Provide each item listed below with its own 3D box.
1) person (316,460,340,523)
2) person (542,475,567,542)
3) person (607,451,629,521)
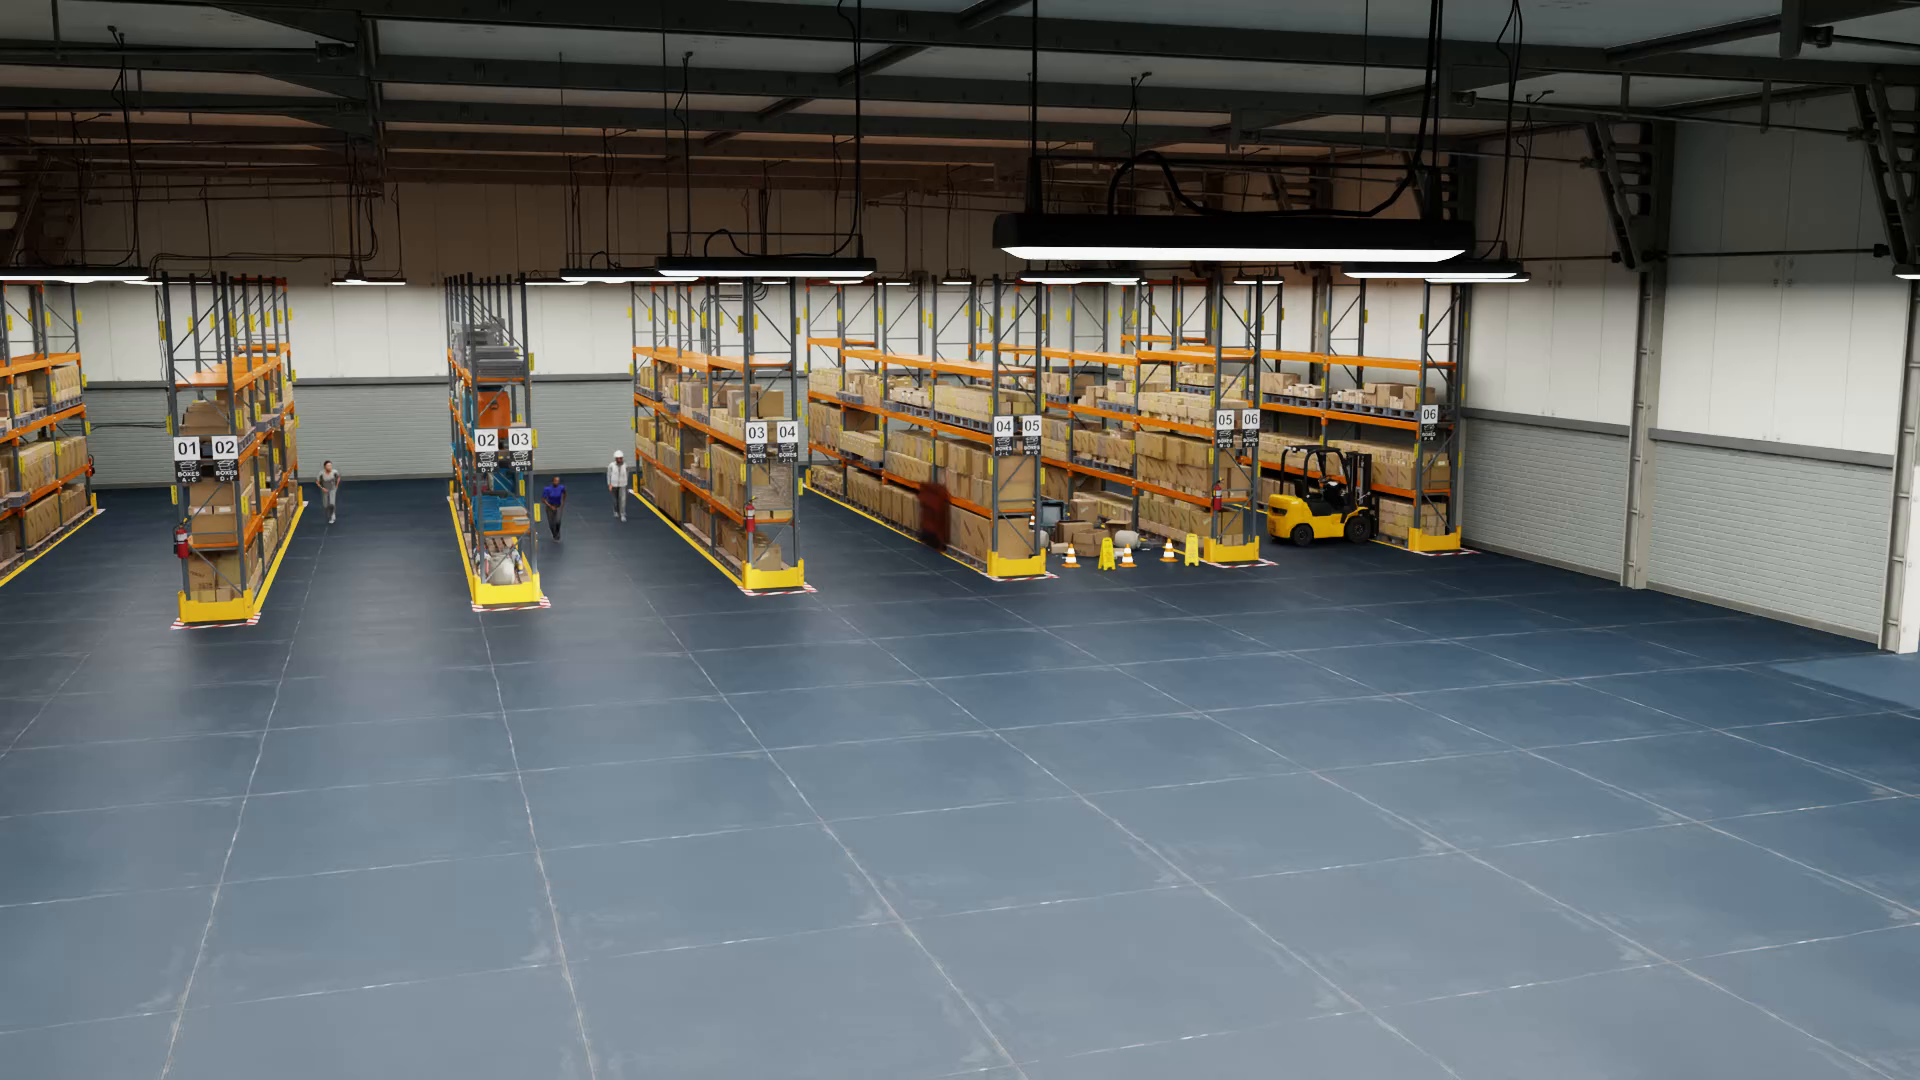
[{"bbox_3d":[-15.455,-1.185,40.732,0.534,1.571,0.693,-2,9,-13],"label":"person"},{"bbox_3d":[-9.171,-0.709,37.622,0.527,1.561,0.725,-1,9,-9],"label":"person"},{"bbox_3d":[-8.480,-1.359,41.249,0.545,1.713,1.062,-2,9,-13],"label":"person"}]
